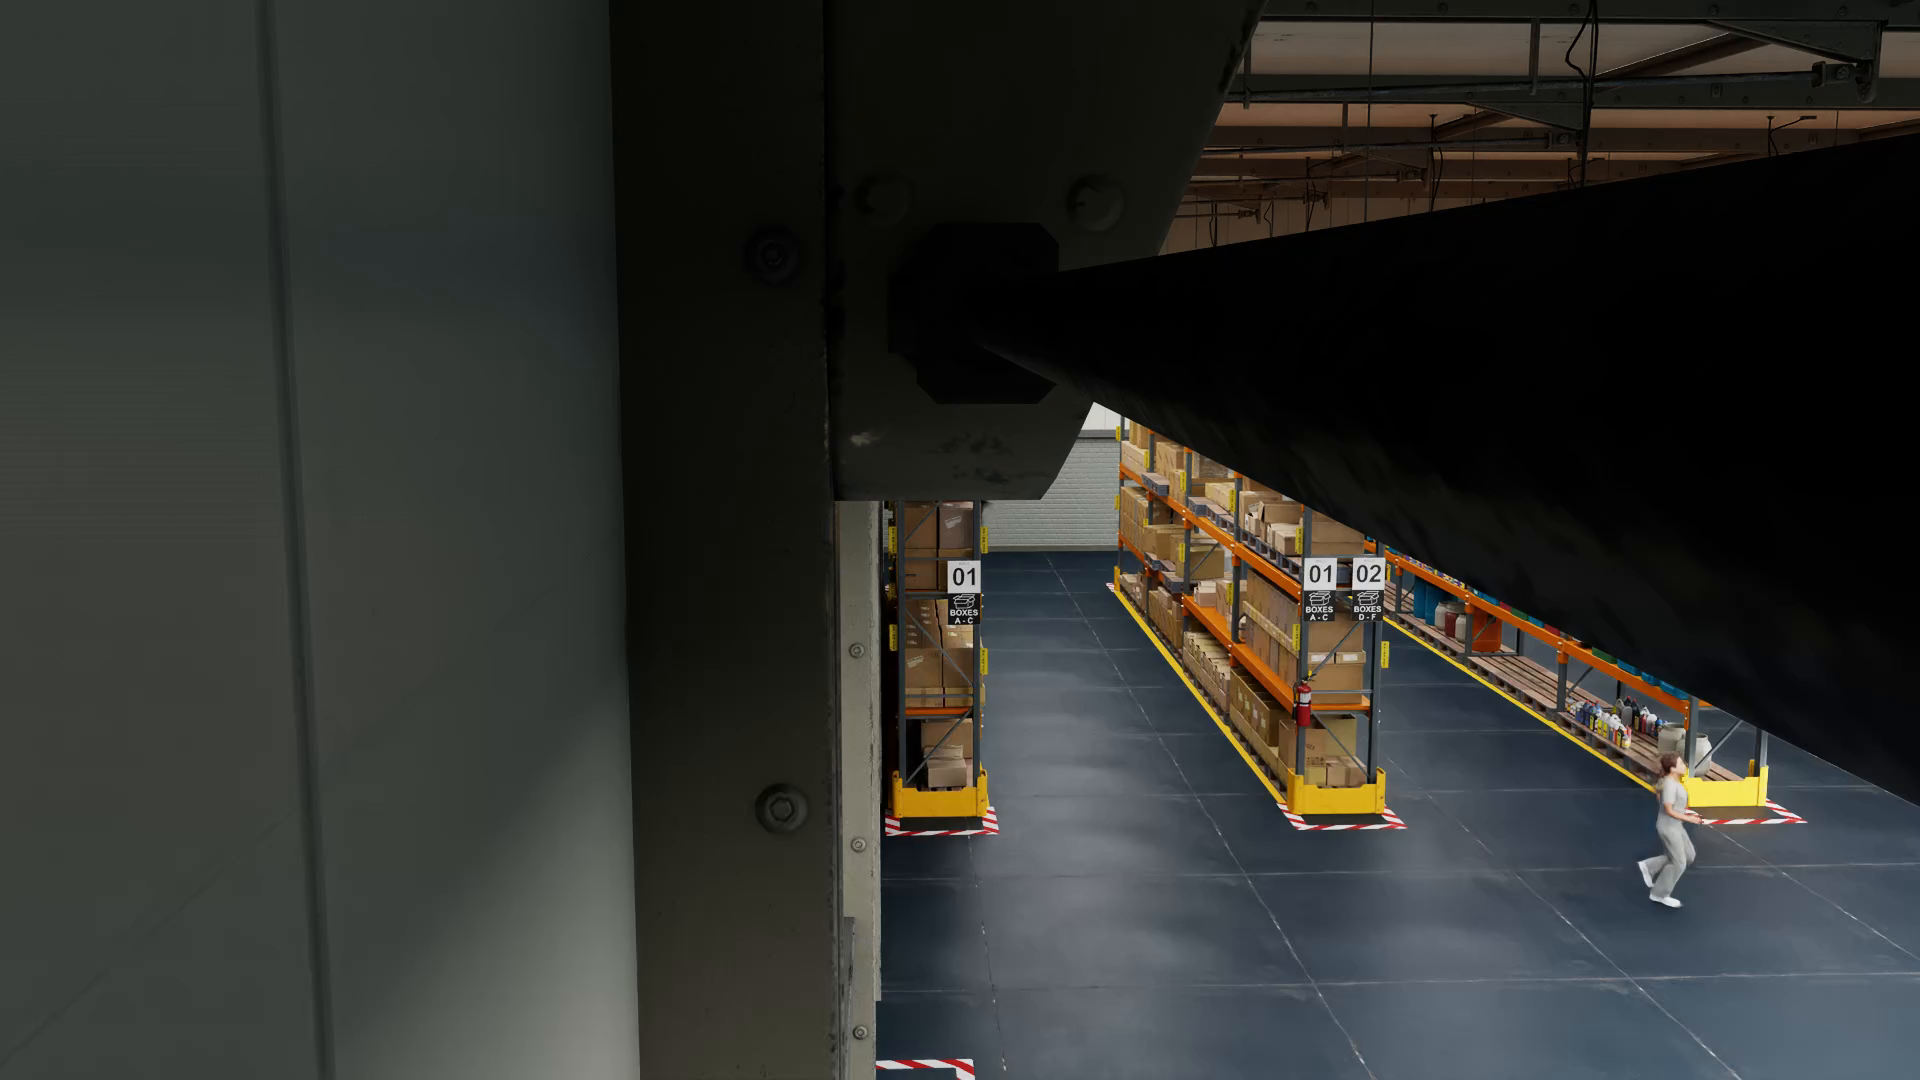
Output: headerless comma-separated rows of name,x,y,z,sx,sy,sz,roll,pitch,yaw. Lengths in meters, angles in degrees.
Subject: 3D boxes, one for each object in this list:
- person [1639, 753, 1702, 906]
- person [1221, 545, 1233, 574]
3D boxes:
person,7.464,3.029,17.464,0.578,1.637,0.601,4,9,23
person,5.793,0.369,35.471,0.694,1.828,0.748,-2,8,-12
